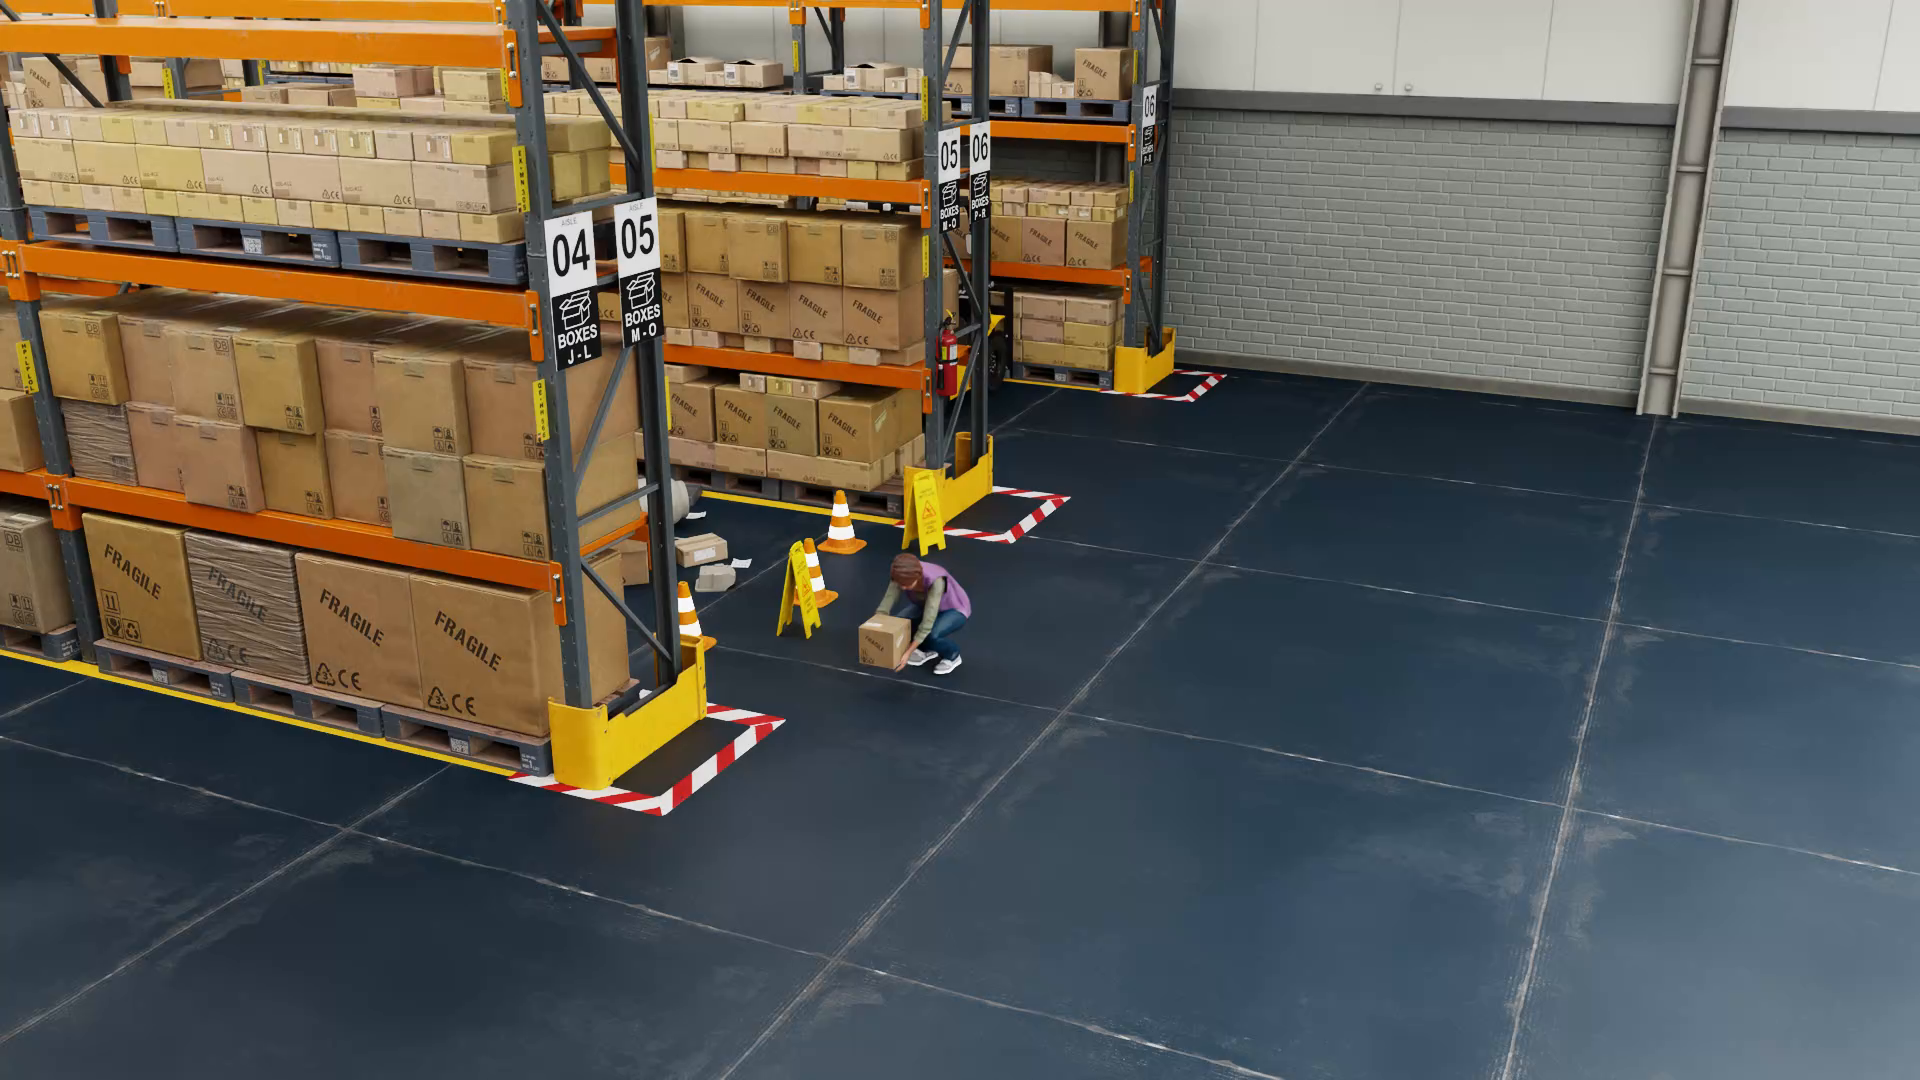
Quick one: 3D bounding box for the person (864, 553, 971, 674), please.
[{"bbox_3d":[-0.259,0.469,10.848,0.455,0.876,0.858,16,25,38],"label":"person"}]
